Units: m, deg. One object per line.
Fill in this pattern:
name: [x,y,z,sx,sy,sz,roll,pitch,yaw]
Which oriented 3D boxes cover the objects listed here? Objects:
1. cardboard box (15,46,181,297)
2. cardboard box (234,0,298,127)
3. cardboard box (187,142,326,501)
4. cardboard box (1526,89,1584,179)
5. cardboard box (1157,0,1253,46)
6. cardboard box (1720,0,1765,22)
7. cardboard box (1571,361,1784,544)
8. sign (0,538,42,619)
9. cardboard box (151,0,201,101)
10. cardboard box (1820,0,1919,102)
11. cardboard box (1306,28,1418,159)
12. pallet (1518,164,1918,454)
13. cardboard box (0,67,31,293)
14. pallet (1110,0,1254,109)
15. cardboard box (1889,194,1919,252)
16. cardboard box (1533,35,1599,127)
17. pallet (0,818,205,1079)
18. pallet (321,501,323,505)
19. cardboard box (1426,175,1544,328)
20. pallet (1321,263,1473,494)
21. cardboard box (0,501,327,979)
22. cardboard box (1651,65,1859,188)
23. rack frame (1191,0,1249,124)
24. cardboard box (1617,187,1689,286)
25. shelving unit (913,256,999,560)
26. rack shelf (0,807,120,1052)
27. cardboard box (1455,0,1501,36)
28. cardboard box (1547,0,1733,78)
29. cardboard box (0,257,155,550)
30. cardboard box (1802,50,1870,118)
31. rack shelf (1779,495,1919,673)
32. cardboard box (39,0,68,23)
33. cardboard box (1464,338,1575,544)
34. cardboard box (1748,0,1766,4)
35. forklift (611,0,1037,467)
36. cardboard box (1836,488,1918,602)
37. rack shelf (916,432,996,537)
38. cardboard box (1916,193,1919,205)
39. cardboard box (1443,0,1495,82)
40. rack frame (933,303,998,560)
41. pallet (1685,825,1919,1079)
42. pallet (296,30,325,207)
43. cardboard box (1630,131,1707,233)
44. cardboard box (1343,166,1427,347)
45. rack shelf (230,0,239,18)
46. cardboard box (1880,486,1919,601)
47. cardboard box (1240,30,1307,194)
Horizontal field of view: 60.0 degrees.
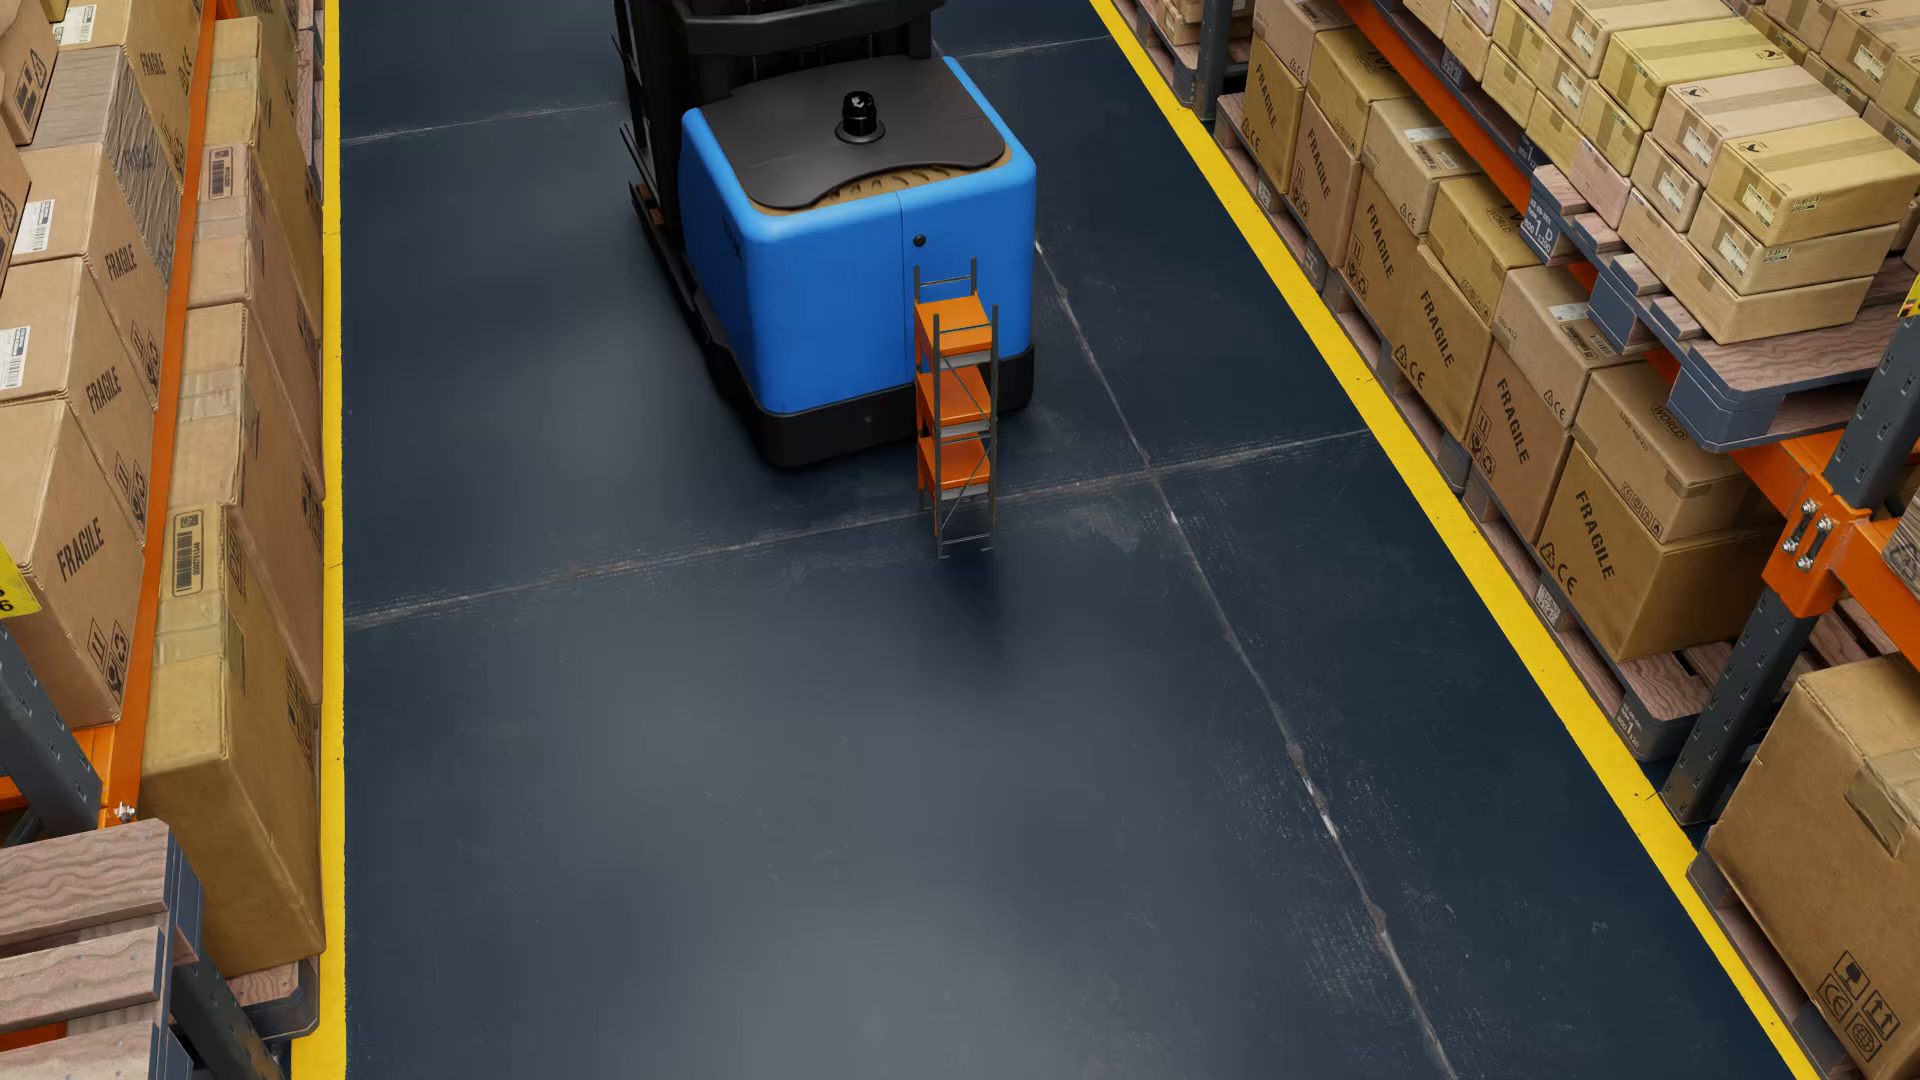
cardboard box: [-2.481,-0.969,4.529,0.500,0.500,0.500,-11,47,-10]
cardboard box: [-3.341,-2.129,6.930,0.875,0.875,0.875,-11,47,-10]
cardboard box: [-2.836,-0.604,5.435,1.225,0.875,0.875,-12,47,-12]
cardboard box: [1.837,-1.169,4.677,0.380,0.149,0.250,-11,47,-11]
cardboard box: [1.142,-2.450,7.753,0.380,0.149,0.250,-10,46,-10]
cardboard box: [2.395,-1.582,4.873,0.380,0.149,0.250,-11,47,-10]
cardboard box: [2.167,-0.290,4.865,0.500,0.250,0.500,-12,47,-11]
sign: [-1.703,0.023,2.872,0.100,0.325,0.005,-11,47,-10]
cardboard box: [-2.745,-1.675,5.221,0.500,0.500,0.500,-9,46,-9]
cardboard box: [2.535,-1.308,4.397,0.380,0.149,0.250,-11,47,-11]
cardboard box: [1.644,-1.702,6.249,0.500,0.250,0.500,-10,46,-9]
pallet: [2.310,-0.737,4.506,1.213,0.211,1.003,-11,47,-10]
cardboard box: [-2.561,-0.838,3.699,0.797,0.503,0.637,-10,46,-9]
pallet: [1.365,-2.574,8.125,1.003,0.211,1.213,-11,47,-10]
cardboard box: [2.608,-0.921,4.435,0.380,0.149,0.250,-9,46,-8]
cardboard box: [1.826,-1.290,4.588,0.380,0.149,0.250,-11,47,-10]
pallet: [-1.939,1.046,2.759,1.213,0.211,1.003,-11,47,-10]
pallet: [-2.663,0.083,5.521,1.003,0.211,1.213,-11,47,-10]
cardboard box: [1.912,-0.990,5.552,0.500,0.250,0.500,-10,46,-9]
pallet: [2.088,-0.736,6.323,1.003,0.211,1.213,-11,47,-10]
cardboard box: [-2.381,0.622,4.234,1.225,0.875,0.875,-13,47,-12]
cardboard box: [1.965,-1.027,4.121,0.380,0.149,0.250,-11,47,-11]
rack frame: [1.572,-3.093,6.681,1.000,3.000,0.127,-11,47,-10]
cardboard box: [1.963,-0.819,4.334,0.380,0.149,0.250,-11,47,-10]
shelving unit: [-0.014,-0.404,5.411,0.215,1.050,0.252,-11,47,-10]
rack shelf: [-1.713,2.138,2.058,1.077,0.370,4.000,-11,47,-10]
cardboard box: [1.697,-1.642,4.933,0.380,0.149,0.250,-10,46,-9]
cardboard box: [1.826,-1.391,4.479,0.380,0.149,0.250,-9,46,-9]
cardboard box: [-2.221,-0.270,3.844,0.500,0.500,0.500,-12,47,-11]
cardboard box: [2.523,-1.235,4.534,0.380,0.149,0.250,-12,47,-12]
rack shelf: [3.108,1.301,2.878,1.077,0.370,4.000,-11,47,-10]
cardboard box: [-2.913,-1.726,4.569,0.797,0.503,0.637,-10,46,-10]
cardboard box: [2.045,-0.369,5.468,0.500,0.500,0.500,-9,46,-9]
cardboard box: [2.396,-1.678,4.759,0.380,0.149,0.250,-9,46,-8]
forklift: [-0.750,-2.353,6.004,1.130,2.935,3.031,-16,48,-15]
cardboard box: [2.661,-0.138,5.241,0.500,0.500,0.500,-13,47,-12]
rack shelf: [-0.014,-0.202,5.617,0.215,0.259,0.240,-11,47,-10]
cardboard box: [2.666,-0.865,4.171,0.380,0.149,0.250,-9,46,-9]
cardboard box: [1.702,-1.533,5.034,0.380,0.149,0.250,-9,46,-9]
rack frame: [0.018,-0.320,5.329,0.200,1.050,0.008,-11,47,-10]
pallet: [2.725,1.203,4.423,1.003,0.211,1.213,-11,47,-10]
pallet: [-3.368,-1.819,7.385,1.003,0.211,1.213,-11,47,-10]
cardboard box: [1.959,-0.936,4.241,0.380,0.149,0.250,-9,46,-9]
cardboard box: [1.789,-1.082,6.166,0.500,0.500,0.500,-10,46,-10]
rack shelf: [-3.761,-3.385,7.471,1.077,0.370,4.000,-11,47,-10]
cardboard box: [2.450,-0.007,3.587,0.500,0.500,0.500,-10,46,-10]
cardboard box: [1.504,-1.806,6.876,0.500,0.500,0.500,-9,46,-9]
